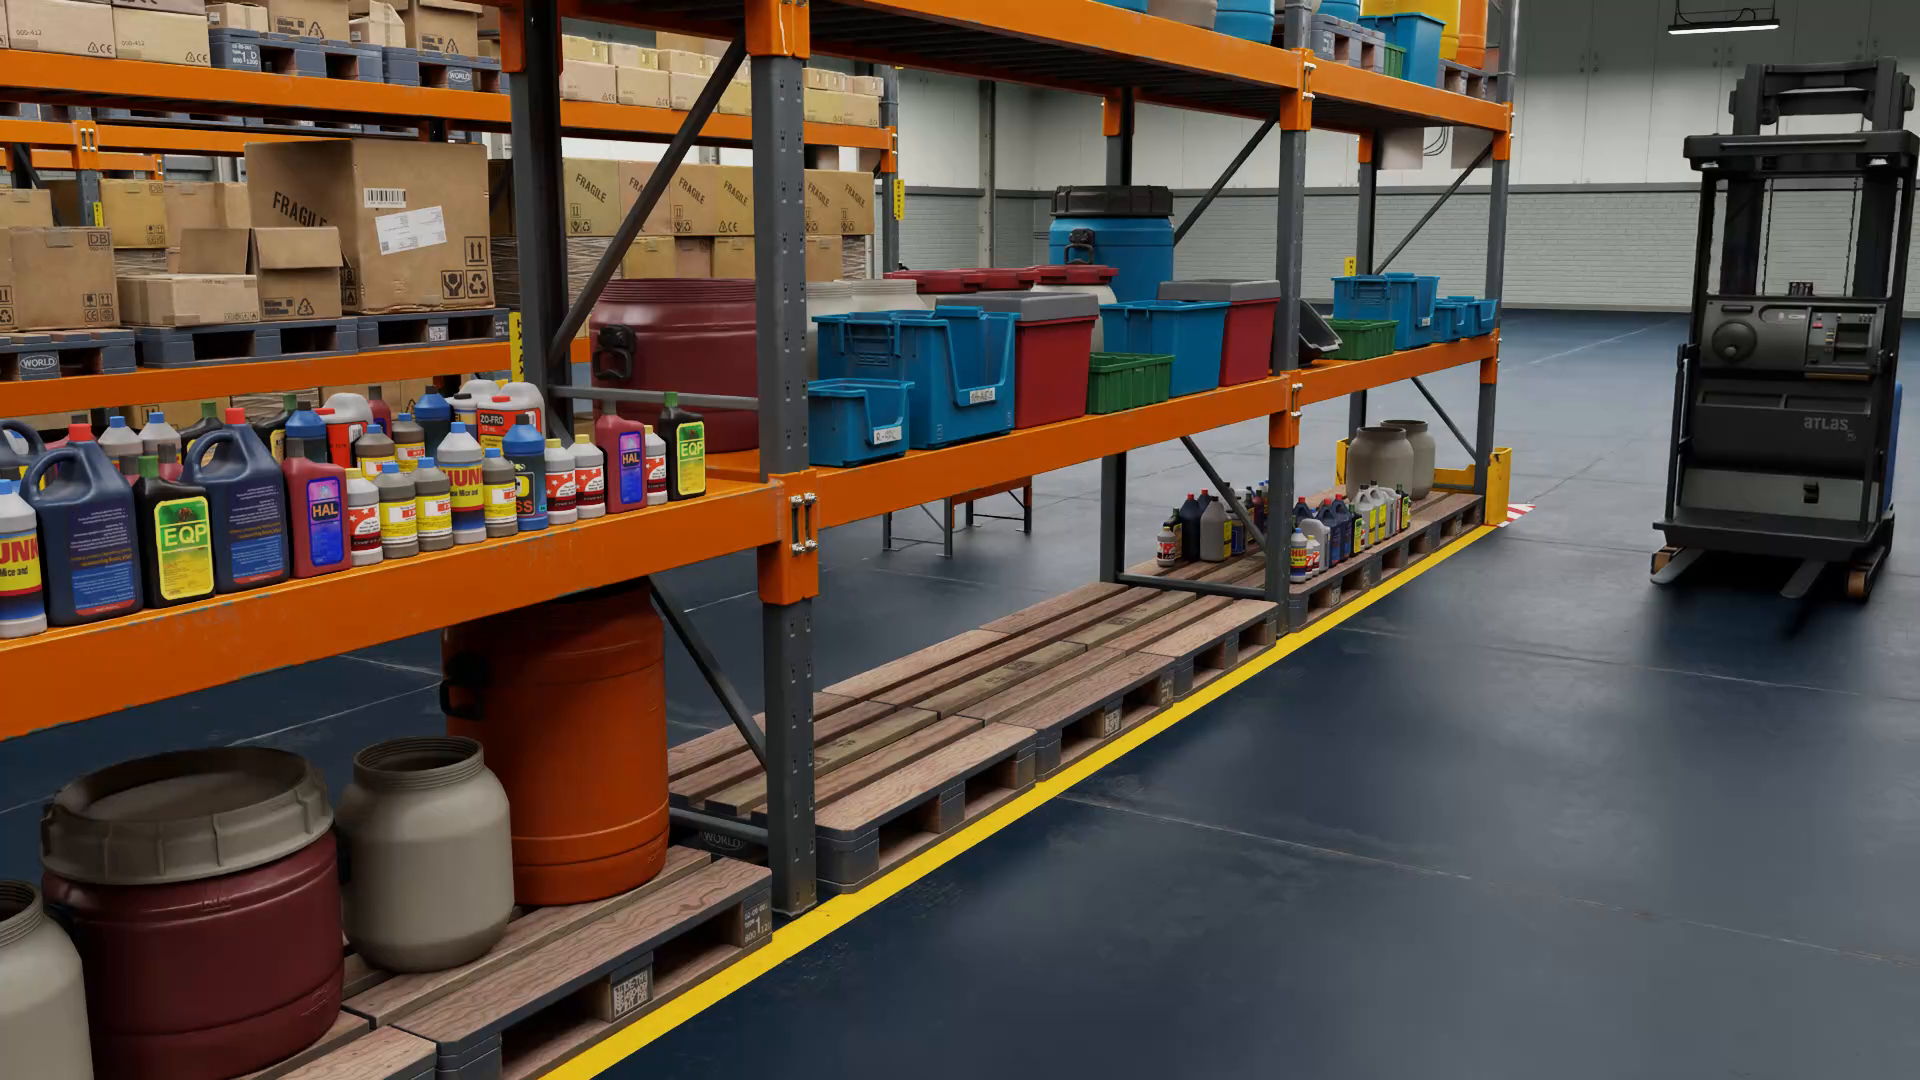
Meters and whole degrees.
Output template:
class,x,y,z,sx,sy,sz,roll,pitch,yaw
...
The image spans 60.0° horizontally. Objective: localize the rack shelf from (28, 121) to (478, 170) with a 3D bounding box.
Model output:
class,x,y,z,sx,sy,sz,roll,pitch,yaw
rack shelf,-6.192,-3.440,14.895,1.077,0.370,4.000,6,12,31

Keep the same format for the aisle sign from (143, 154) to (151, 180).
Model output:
class,x,y,z,sx,sy,sz,roll,pitch,yaw
aisle sign,-9.156,-4.351,18.891,0.394,0.787,0.004,6,12,31

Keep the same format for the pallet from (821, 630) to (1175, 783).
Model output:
class,x,y,z,sx,sy,sz,roll,pitch,yaw
pallet,0.183,0.649,6.829,1.003,0.211,1.213,6,12,31

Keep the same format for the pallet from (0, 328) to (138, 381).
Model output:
class,x,y,z,sx,sy,sz,roll,pitch,yaw
pallet,-4.841,-0.914,8.119,1.213,0.211,1.003,6,12,31

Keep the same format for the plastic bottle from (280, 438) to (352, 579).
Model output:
class,x,y,z,sx,sy,sz,roll,pitch,yaw
plastic bottle,-1.326,-0.071,3.414,0.061,0.283,0.133,6,12,31

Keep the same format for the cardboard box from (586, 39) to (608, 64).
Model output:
class,x,y,z,sx,sy,sz,roll,pitch,yaw
cardboard box,-2.531,-3.182,10.884,0.380,0.149,0.250,6,12,28

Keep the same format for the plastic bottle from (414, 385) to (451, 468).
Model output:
class,x,y,z,sx,sy,sz,roll,pitch,yaw
plastic bottle,-1.471,-0.297,4.651,0.097,0.271,0.097,0,11,0

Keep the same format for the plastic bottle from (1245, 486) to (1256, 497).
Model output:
class,x,y,z,sx,sy,sz,roll,pitch,yaw
plastic bottle,1.724,-0.189,9.946,0.097,0.271,0.097,0,11,0

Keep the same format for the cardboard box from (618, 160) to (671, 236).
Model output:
class,x,y,z,sx,sy,sz,roll,pitch,yaw
cardboard box,-2.334,-2.327,11.349,0.500,0.500,0.500,6,12,31

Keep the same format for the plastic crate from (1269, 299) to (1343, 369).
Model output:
class,x,y,z,sx,sy,sz,roll,pitch,yaw
plastic crate,1.570,-1.081,8.662,0.767,0.338,0.504,6,12,31

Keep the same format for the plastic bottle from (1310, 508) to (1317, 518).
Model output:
class,x,y,z,sx,sy,sz,roll,pitch,yaw
plastic bottle,1.936,-0.038,9.142,0.097,0.271,0.097,0,11,0

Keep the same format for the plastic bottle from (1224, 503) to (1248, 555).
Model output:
class,x,y,z,sx,sy,sz,roll,pitch,yaw
plastic bottle,1.517,-0.068,9.286,0.152,0.276,0.135,6,12,31

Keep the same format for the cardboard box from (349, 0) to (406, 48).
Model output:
class,x,y,z,sx,sy,sz,roll,pitch,yaw
cardboard box,-3.446,-2.972,9.666,0.396,0.266,0.258,7,13,33

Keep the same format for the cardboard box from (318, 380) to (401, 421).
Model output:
class,x,y,z,sx,sy,sz,roll,pitch,yaw
cardboard box,-5.904,-1.544,15.598,0.875,0.875,0.875,6,12,30

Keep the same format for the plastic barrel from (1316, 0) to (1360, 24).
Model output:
class,x,y,z,sx,sy,sz,roll,pitch,yaw
plastic barrel,1.798,-3.115,8.702,0.600,0.901,0.708,6,12,31

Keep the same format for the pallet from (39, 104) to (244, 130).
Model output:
class,x,y,z,sx,sy,sz,roll,pitch,yaw
pallet,-6.796,-3.563,13.839,1.003,0.211,1.213,6,12,31

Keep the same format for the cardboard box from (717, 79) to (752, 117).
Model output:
class,x,y,z,sx,sy,sz,roll,pitch,yaw
cardboard box,-1.786,-3.206,12.100,0.500,0.250,0.500,6,12,30

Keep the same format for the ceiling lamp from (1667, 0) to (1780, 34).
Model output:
class,x,y,z,sx,sy,sz,roll,pitch,yaw
ceiling lamp,15.166,-11.635,32.700,2.000,3.185,0.800,6,12,31

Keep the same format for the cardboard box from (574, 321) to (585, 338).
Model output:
class,x,y,z,sx,sy,sz,roll,pitch,yaw
cardboard box,-2.675,-1.396,10.859,0.380,0.149,0.250,6,12,31

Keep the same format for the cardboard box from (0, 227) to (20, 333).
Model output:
class,x,y,z,sx,sy,sz,roll,pitch,yaw
cardboard box,-4.874,-1.230,7.875,0.500,0.500,0.500,5,12,24

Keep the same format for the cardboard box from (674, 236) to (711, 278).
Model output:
class,x,y,z,sx,sy,sz,roll,pitch,yaw
cardboard box,-2.294,-1.939,11.992,0.875,0.500,0.500,6,12,31

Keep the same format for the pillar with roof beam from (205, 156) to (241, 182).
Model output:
class,x,y,z,sx,sy,sz,roll,pitch,yaw
pillar with roof beam,-8.018,-7.022,23.923,9.100,9.000,0.400,6,12,31

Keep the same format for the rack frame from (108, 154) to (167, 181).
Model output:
class,x,y,z,sx,sy,sz,roll,pitch,yaw
rack frame,-9.436,-3.091,19.226,1.000,3.000,0.127,6,12,31

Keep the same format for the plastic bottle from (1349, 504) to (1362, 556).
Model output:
class,x,y,z,sx,sy,sz,roll,pitch,yaw
plastic bottle,2.183,-0.062,9.233,0.061,0.283,0.133,7,13,33

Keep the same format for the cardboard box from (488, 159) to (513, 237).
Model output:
class,x,y,z,sx,sy,sz,roll,pitch,yaw
cardboard box,-3.045,-2.299,11.199,0.500,0.500,0.500,6,12,31

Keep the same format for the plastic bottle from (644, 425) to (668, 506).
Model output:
class,x,y,z,sx,sy,sz,roll,pitch,yaw
plastic bottle,-0.808,-0.194,4.294,0.097,0.201,0.097,0,11,0

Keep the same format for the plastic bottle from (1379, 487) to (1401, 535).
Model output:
class,x,y,z,sx,sy,sz,roll,pitch,yaw
plastic bottle,2.533,-0.180,9.887,0.152,0.276,0.135,6,12,31

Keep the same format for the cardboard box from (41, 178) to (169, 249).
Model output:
class,x,y,z,sx,sy,sz,roll,pitch,yaw
cardboard box,-7.009,-2.664,13.604,0.875,0.550,0.550,6,12,31

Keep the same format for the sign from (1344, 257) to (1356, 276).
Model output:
class,x,y,z,sx,sy,sz,roll,pitch,yaw
sign,2.799,-1.860,11.900,0.100,0.325,0.005,6,12,31

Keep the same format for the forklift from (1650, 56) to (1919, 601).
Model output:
class,x,y,z,sx,sy,sz,roll,pitch,yaw
forklift,4.651,-1.207,9.348,1.130,2.935,3.031,7,13,32

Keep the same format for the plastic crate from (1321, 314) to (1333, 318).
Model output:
class,x,y,z,sx,sy,sz,roll,pitch,yaw
plastic crate,2.527,-1.431,11.078,0.298,0.136,0.250,6,12,31

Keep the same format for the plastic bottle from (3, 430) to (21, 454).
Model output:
class,x,y,z,sx,sy,sz,roll,pitch,yaw
plastic bottle,-2.108,-0.096,3.569,0.152,0.276,0.135,6,12,31

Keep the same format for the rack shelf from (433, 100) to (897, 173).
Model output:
class,x,y,z,sx,sy,sz,roll,pitch,yaw
rack shelf,-2.005,-2.950,12.279,1.077,0.370,4.000,6,12,31

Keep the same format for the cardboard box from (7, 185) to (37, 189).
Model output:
class,x,y,z,sx,sy,sz,roll,pitch,yaw
cardboard box,-9.961,-3.507,17.655,0.700,0.500,0.500,6,12,30

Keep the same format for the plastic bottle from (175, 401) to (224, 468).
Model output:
class,x,y,z,sx,sy,sz,roll,pitch,yaw
plastic bottle,-1.856,-0.192,4.061,0.061,0.283,0.133,6,12,31

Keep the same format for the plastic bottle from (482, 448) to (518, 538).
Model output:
class,x,y,z,sx,sy,sz,roll,pitch,yaw
plastic bottle,-1.079,-0.112,3.855,0.097,0.201,0.097,0,11,0

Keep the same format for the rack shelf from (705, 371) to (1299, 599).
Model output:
class,x,y,z,sx,sy,sz,roll,pitch,yaw
rack shelf,0.152,-0.374,6.667,1.077,0.370,4.000,6,12,31

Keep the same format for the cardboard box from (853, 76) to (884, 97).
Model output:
class,x,y,z,sx,sy,sz,roll,pitch,yaw
cardboard box,-0.844,-3.667,13.478,0.380,0.149,0.250,6,12,31

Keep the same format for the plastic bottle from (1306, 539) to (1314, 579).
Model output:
class,x,y,z,sx,sy,sz,roll,pitch,yaw
plastic bottle,1.783,0.093,8.628,0.097,0.201,0.097,0,11,0

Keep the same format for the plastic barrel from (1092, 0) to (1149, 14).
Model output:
class,x,y,z,sx,sy,sz,roll,pitch,yaw
plastic barrel,0.432,-2.456,6.322,0.600,0.901,0.708,6,12,31

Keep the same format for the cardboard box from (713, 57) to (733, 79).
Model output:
class,x,y,z,sx,sy,sz,roll,pitch,yaw
cardboard box,-1.862,-3.386,11.974,0.380,0.149,0.250,7,13,32

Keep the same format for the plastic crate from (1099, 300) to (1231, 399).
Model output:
class,x,y,z,sx,sy,sz,roll,pitch,yaw
plastic crate,0.883,-0.831,7.197,0.392,0.384,0.575,6,12,31

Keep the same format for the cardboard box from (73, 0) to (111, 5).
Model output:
class,x,y,z,sx,sy,sz,roll,pitch,yaw
cardboard box,-4.390,-2.784,7.805,0.500,0.500,0.500,6,12,31

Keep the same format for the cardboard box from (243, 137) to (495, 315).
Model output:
class,x,y,z,sx,sy,sz,roll,pitch,yaw
cardboard box,-3.575,-1.905,10.119,1.000,1.000,1.000,6,12,31

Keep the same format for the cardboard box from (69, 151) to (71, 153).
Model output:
class,x,y,z,sx,sy,sz,roll,pitch,yaw
cardboard box,-9.651,-4.278,18.099,0.380,0.149,0.250,7,13,32

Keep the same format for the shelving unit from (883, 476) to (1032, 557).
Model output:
class,x,y,z,sx,sy,sz,roll,pitch,yaw
shelving unit,-0.004,-0.552,10.759,0.538,1.125,1.048,6,12,31

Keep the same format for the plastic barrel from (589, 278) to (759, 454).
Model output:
class,x,y,z,sx,sy,sz,roll,pitch,yaw
plastic barrel,-0.905,-0.581,5.453,0.600,0.536,0.708,6,12,31

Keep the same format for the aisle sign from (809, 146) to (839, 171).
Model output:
class,x,y,z,sx,sy,sz,roll,pitch,yaw
aisle sign,-1.191,-3.460,14.135,0.394,0.787,0.004,6,12,31

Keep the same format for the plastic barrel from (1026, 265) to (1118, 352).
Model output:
class,x,y,z,sx,sy,sz,roll,pitch,yaw
plastic barrel,0.506,-0.979,7.577,0.433,0.535,0.433,0,11,0

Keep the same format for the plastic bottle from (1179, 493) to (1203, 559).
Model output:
class,x,y,z,sx,sy,sz,roll,pitch,yaw
plastic bottle,1.278,-0.085,9.173,0.144,0.351,0.185,6,12,29

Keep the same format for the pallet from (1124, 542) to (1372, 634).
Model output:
class,x,y,z,sx,sy,sz,roll,pitch,yaw
pallet,1.574,0.227,9.081,1.003,0.211,1.213,6,12,31

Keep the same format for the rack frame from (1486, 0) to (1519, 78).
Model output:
class,x,y,z,sx,sy,sz,roll,pitch,yaw
rack frame,3.267,-4.620,11.089,1.000,3.000,0.127,6,12,31
